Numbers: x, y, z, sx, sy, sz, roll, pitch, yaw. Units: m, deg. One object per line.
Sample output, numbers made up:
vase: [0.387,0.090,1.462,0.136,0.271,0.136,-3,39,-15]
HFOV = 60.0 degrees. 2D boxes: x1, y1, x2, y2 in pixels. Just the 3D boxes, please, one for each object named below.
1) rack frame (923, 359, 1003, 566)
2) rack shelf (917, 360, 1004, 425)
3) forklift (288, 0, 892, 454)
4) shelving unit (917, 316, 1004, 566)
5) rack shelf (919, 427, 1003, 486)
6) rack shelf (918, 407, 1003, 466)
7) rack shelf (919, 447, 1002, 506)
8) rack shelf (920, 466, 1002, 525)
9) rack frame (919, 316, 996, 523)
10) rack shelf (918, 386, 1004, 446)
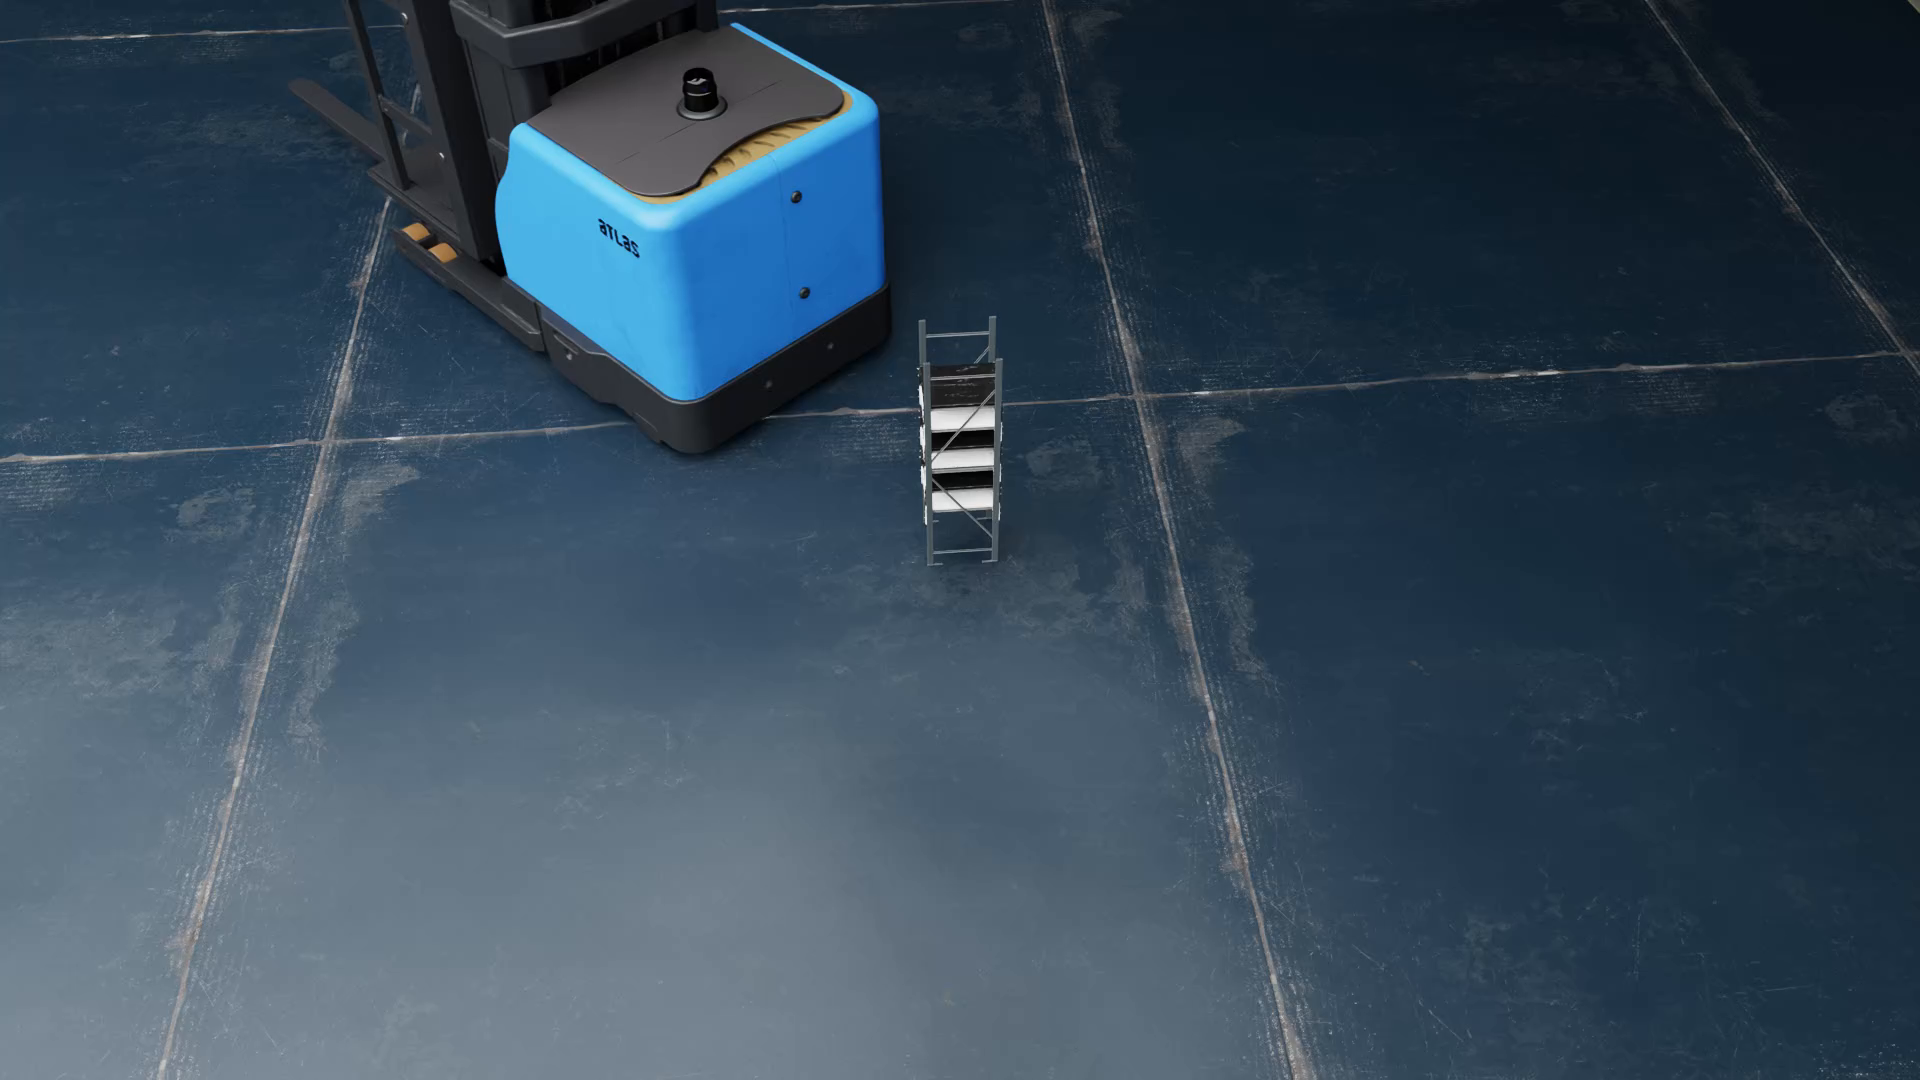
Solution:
rack frame: [0.009,-0.230,5.348,0.240,0.900,0.006,-3,47,-3]
rack shelf: [0.001,-0.466,5.246,0.258,0.077,0.200,-3,47,-3]
forklift: [-1.664,-2.277,5.888,3.031,2.935,1.130,36,56,29]
shelving unit: [0.001,-0.304,5.418,0.258,0.900,0.210,-3,47,-3]
rack shelf: [0.001,-0.281,5.442,0.258,0.077,0.200,-3,47,-3]
rack shelf: [0.001,-0.343,5.377,0.258,0.077,0.200,-3,47,-3]
rack shelf: [0.001,-0.219,5.507,0.258,0.077,0.200,-3,47,-3]
rack shelf: [0.001,-0.157,5.573,0.258,0.077,0.200,-3,47,-3]
rack frame: [-0.008,-0.377,5.487,0.240,0.900,0.006,-3,47,-3]
rack shelf: [0.001,-0.404,5.311,0.258,0.077,0.200,-3,47,-3]
